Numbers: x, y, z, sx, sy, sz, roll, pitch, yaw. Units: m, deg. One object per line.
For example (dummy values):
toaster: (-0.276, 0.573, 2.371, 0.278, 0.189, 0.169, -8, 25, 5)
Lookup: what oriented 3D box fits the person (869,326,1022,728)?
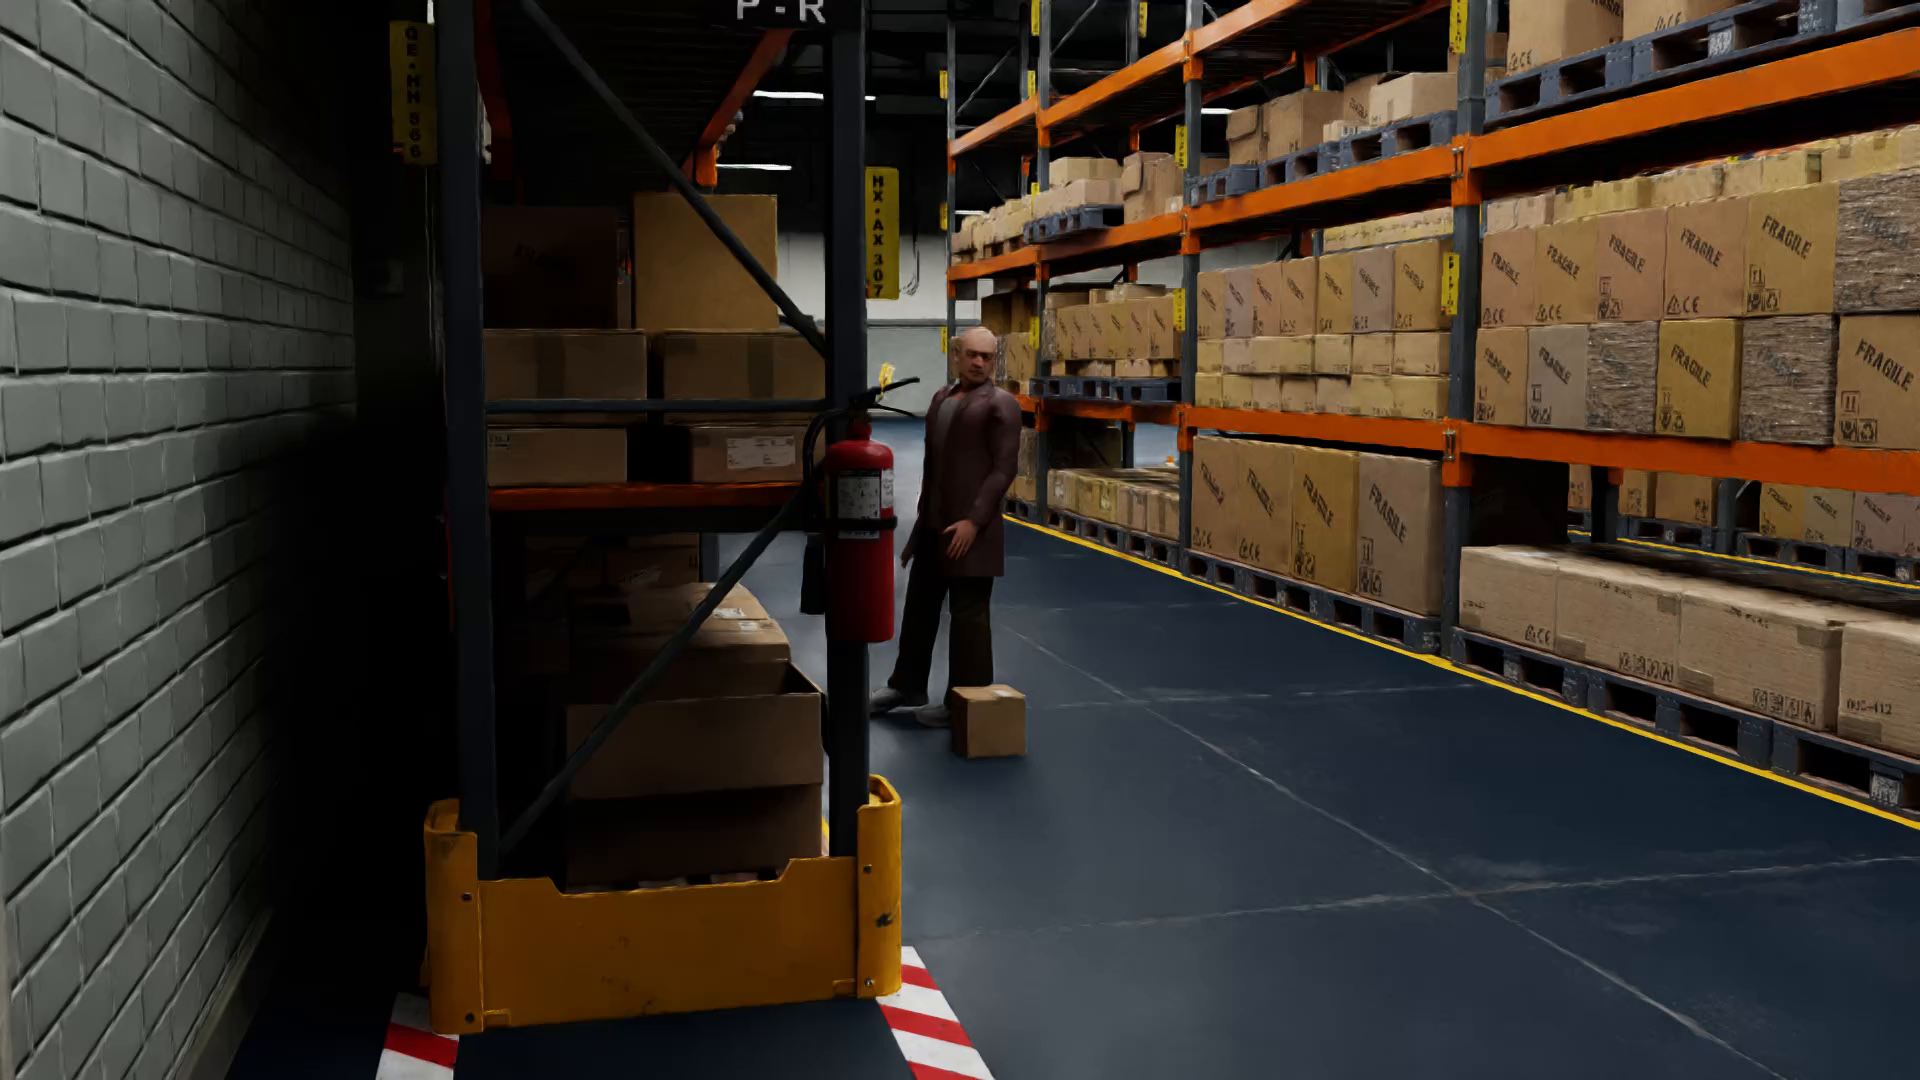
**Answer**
person: (-0.103, -0.056, 7.431, 0.534, 1.786, 0.714, -4, 7, -33)
